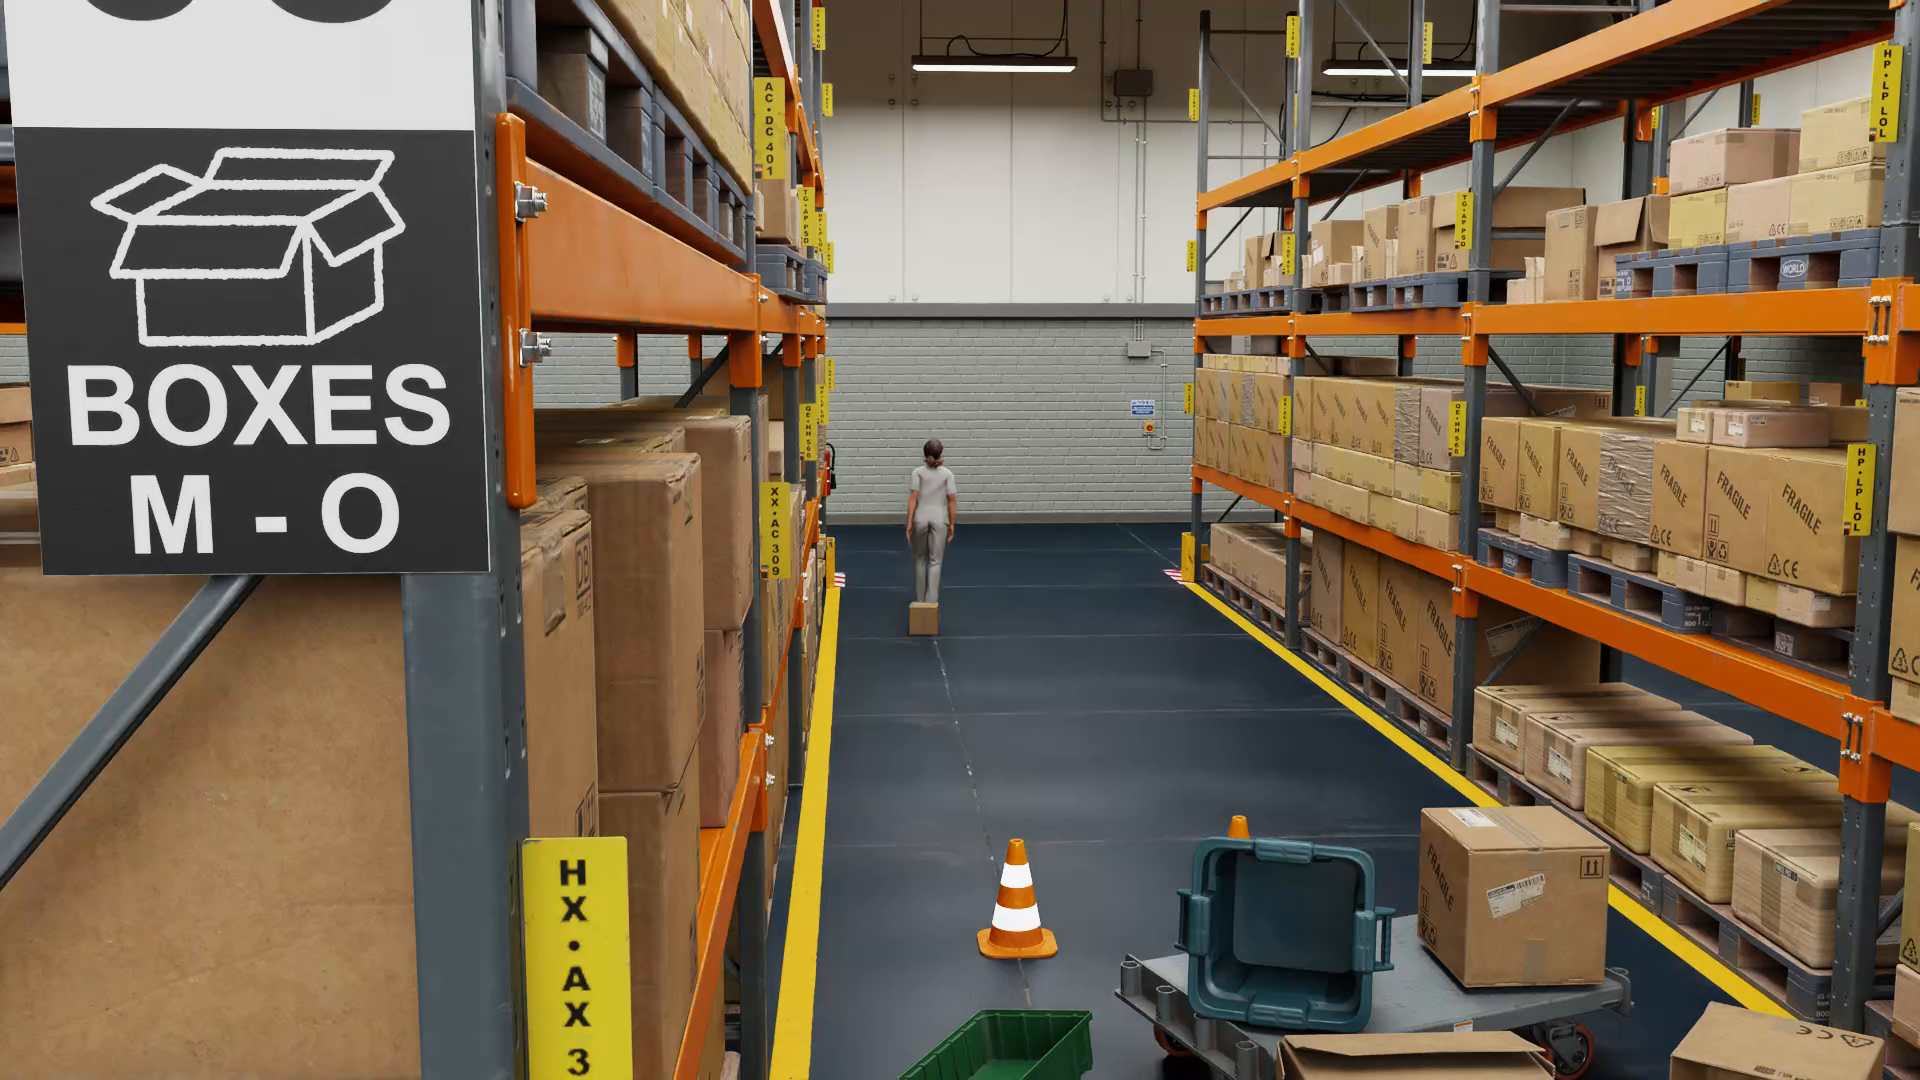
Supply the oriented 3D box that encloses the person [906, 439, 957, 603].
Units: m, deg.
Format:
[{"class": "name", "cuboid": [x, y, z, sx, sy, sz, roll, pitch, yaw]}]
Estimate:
[{"class": "person", "cuboid": [-0.266, -0.099, 15.725, 0.470, 1.699, 0.685, 0, 7, 2]}]
